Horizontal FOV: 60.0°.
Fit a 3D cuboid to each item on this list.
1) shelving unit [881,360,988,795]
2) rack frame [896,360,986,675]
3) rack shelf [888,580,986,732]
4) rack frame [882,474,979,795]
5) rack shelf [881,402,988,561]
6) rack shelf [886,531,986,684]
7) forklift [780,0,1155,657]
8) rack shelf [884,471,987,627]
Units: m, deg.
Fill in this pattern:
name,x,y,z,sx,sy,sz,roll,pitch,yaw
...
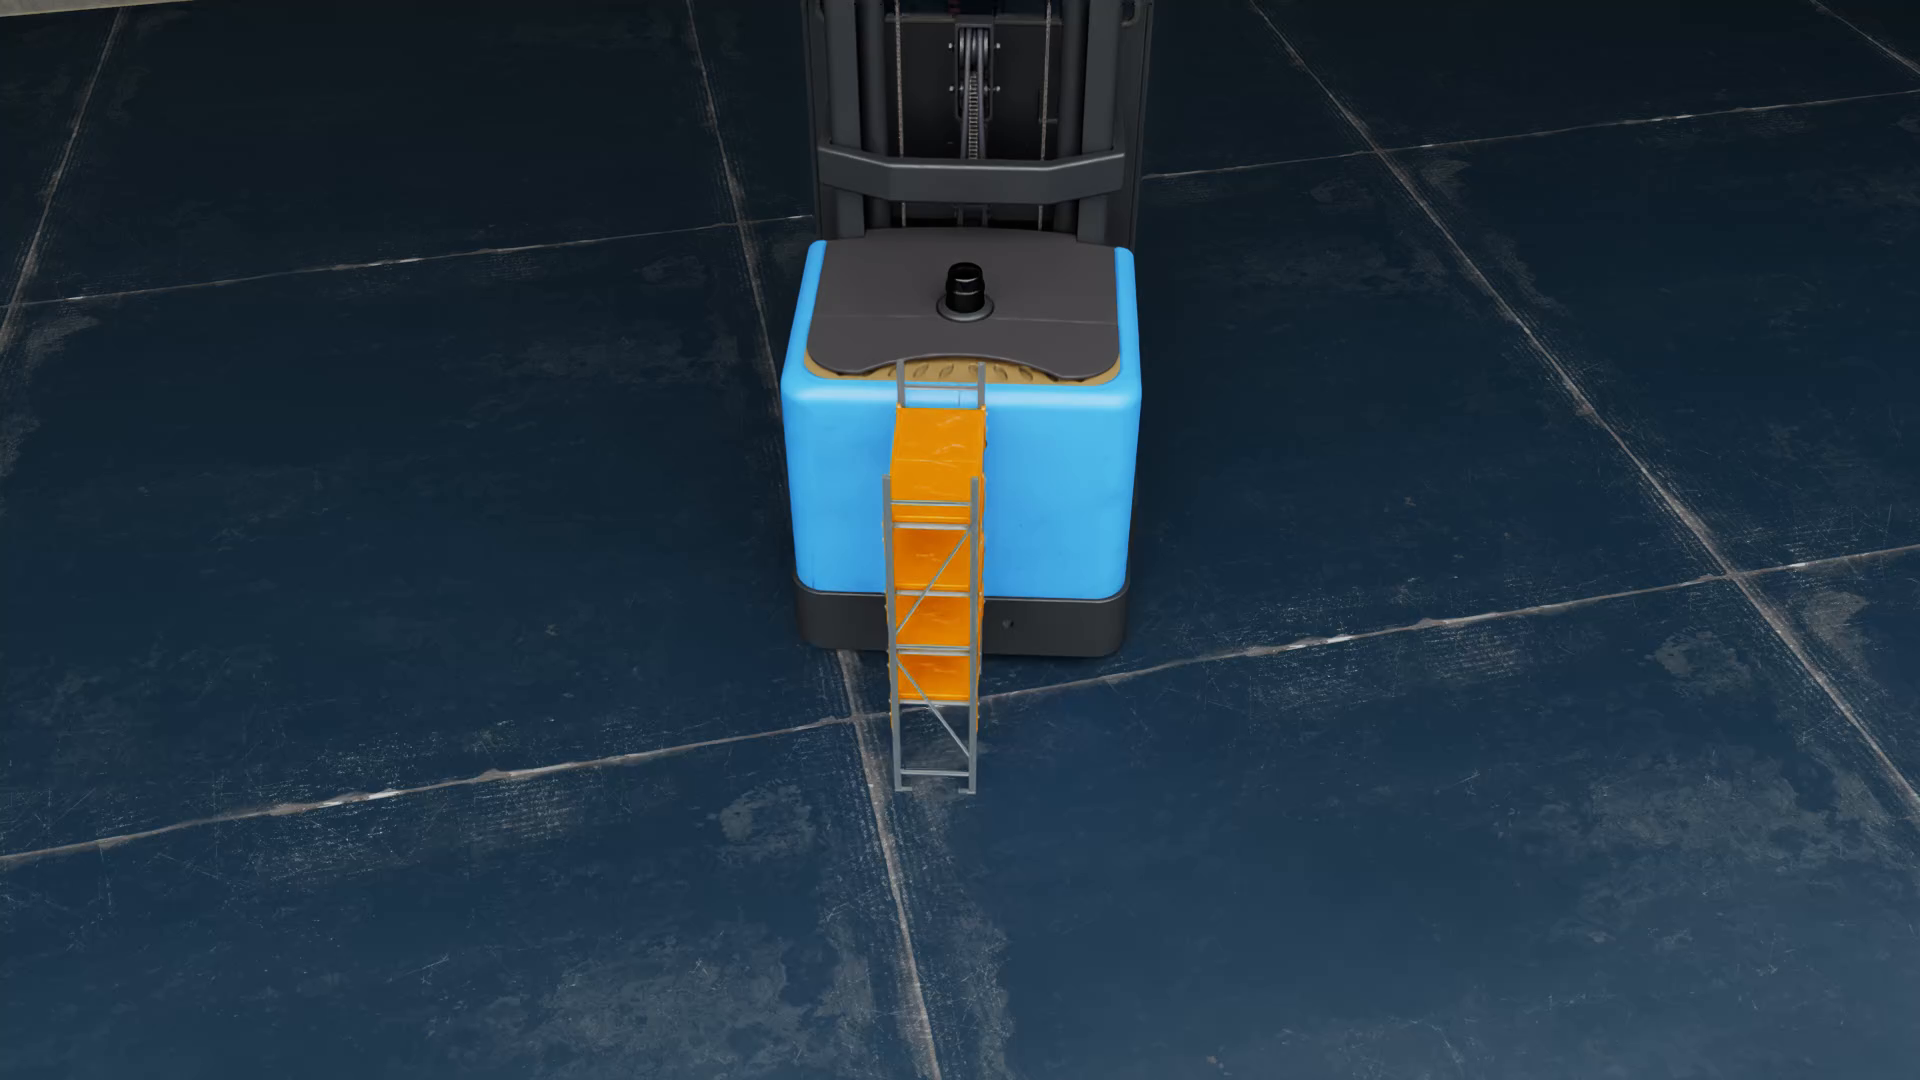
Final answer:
name,x,y,z,sx,sy,sz,roll,pitch,yaw
shelving unit,-0.062,0.132,4.697,0.258,1.200,0.503,2,42,2
rack frame,-0.051,-0.030,4.880,0.240,1.200,0.015,2,42,2
rack shelf,-0.062,0.331,4.874,0.258,0.148,0.480,2,42,2
rack frame,-0.073,0.294,4.515,0.240,1.200,0.015,2,42,2
rack shelf,-0.062,-0.162,4.437,0.258,0.148,0.480,2,42,2
rack shelf,-0.062,0.182,4.742,0.258,0.148,0.480,2,42,2
forklift,0.064,-1.690,5.446,1.130,2.935,3.031,2,42,2
rack shelf,-0.062,0.015,4.594,0.258,0.148,0.480,2,42,2
